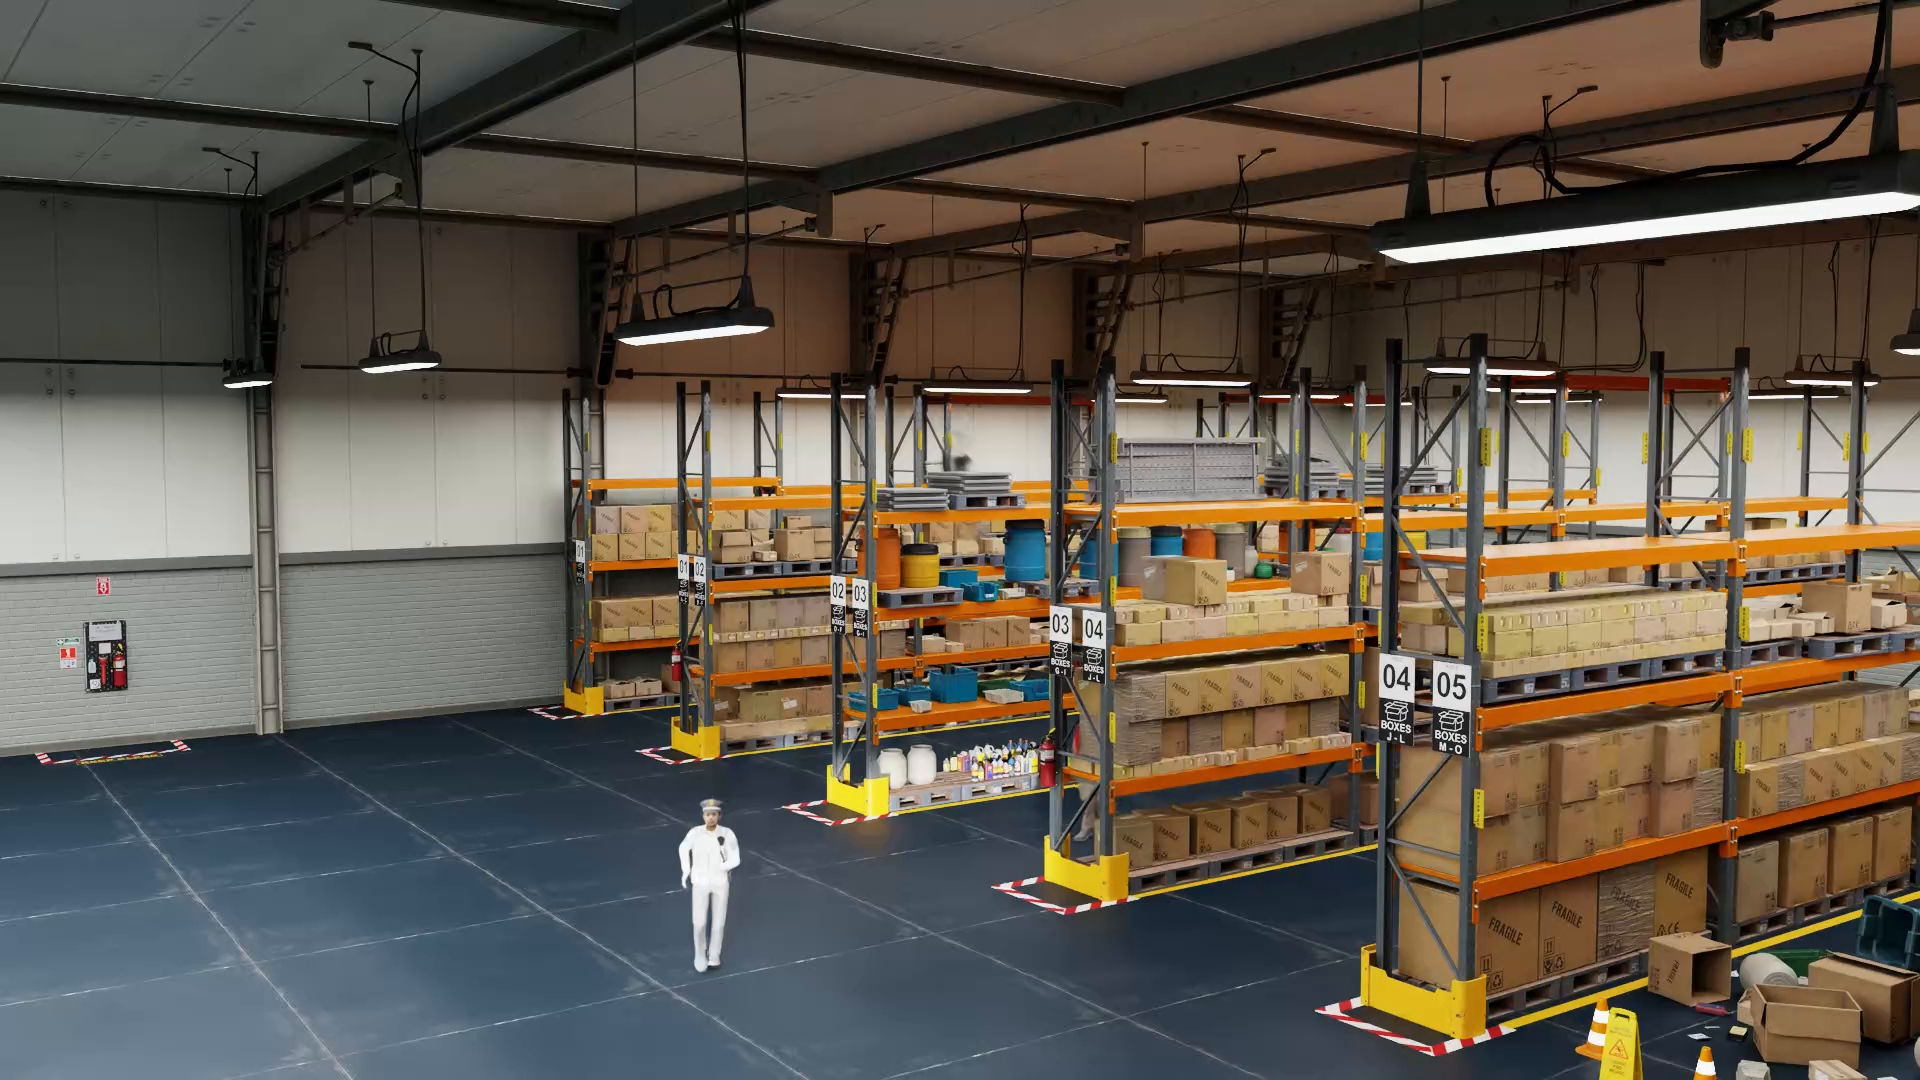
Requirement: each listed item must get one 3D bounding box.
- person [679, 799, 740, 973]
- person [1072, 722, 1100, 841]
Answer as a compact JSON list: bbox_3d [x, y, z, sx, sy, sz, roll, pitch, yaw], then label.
[{"bbox_3d":[-2.389,3.296,15.871,0.583,1.673,0.649,0,4,-8],"label":"person"},{"bbox_3d":[1.728,2.941,21.362,0.687,1.741,0.839,4,5,45],"label":"person"}]
